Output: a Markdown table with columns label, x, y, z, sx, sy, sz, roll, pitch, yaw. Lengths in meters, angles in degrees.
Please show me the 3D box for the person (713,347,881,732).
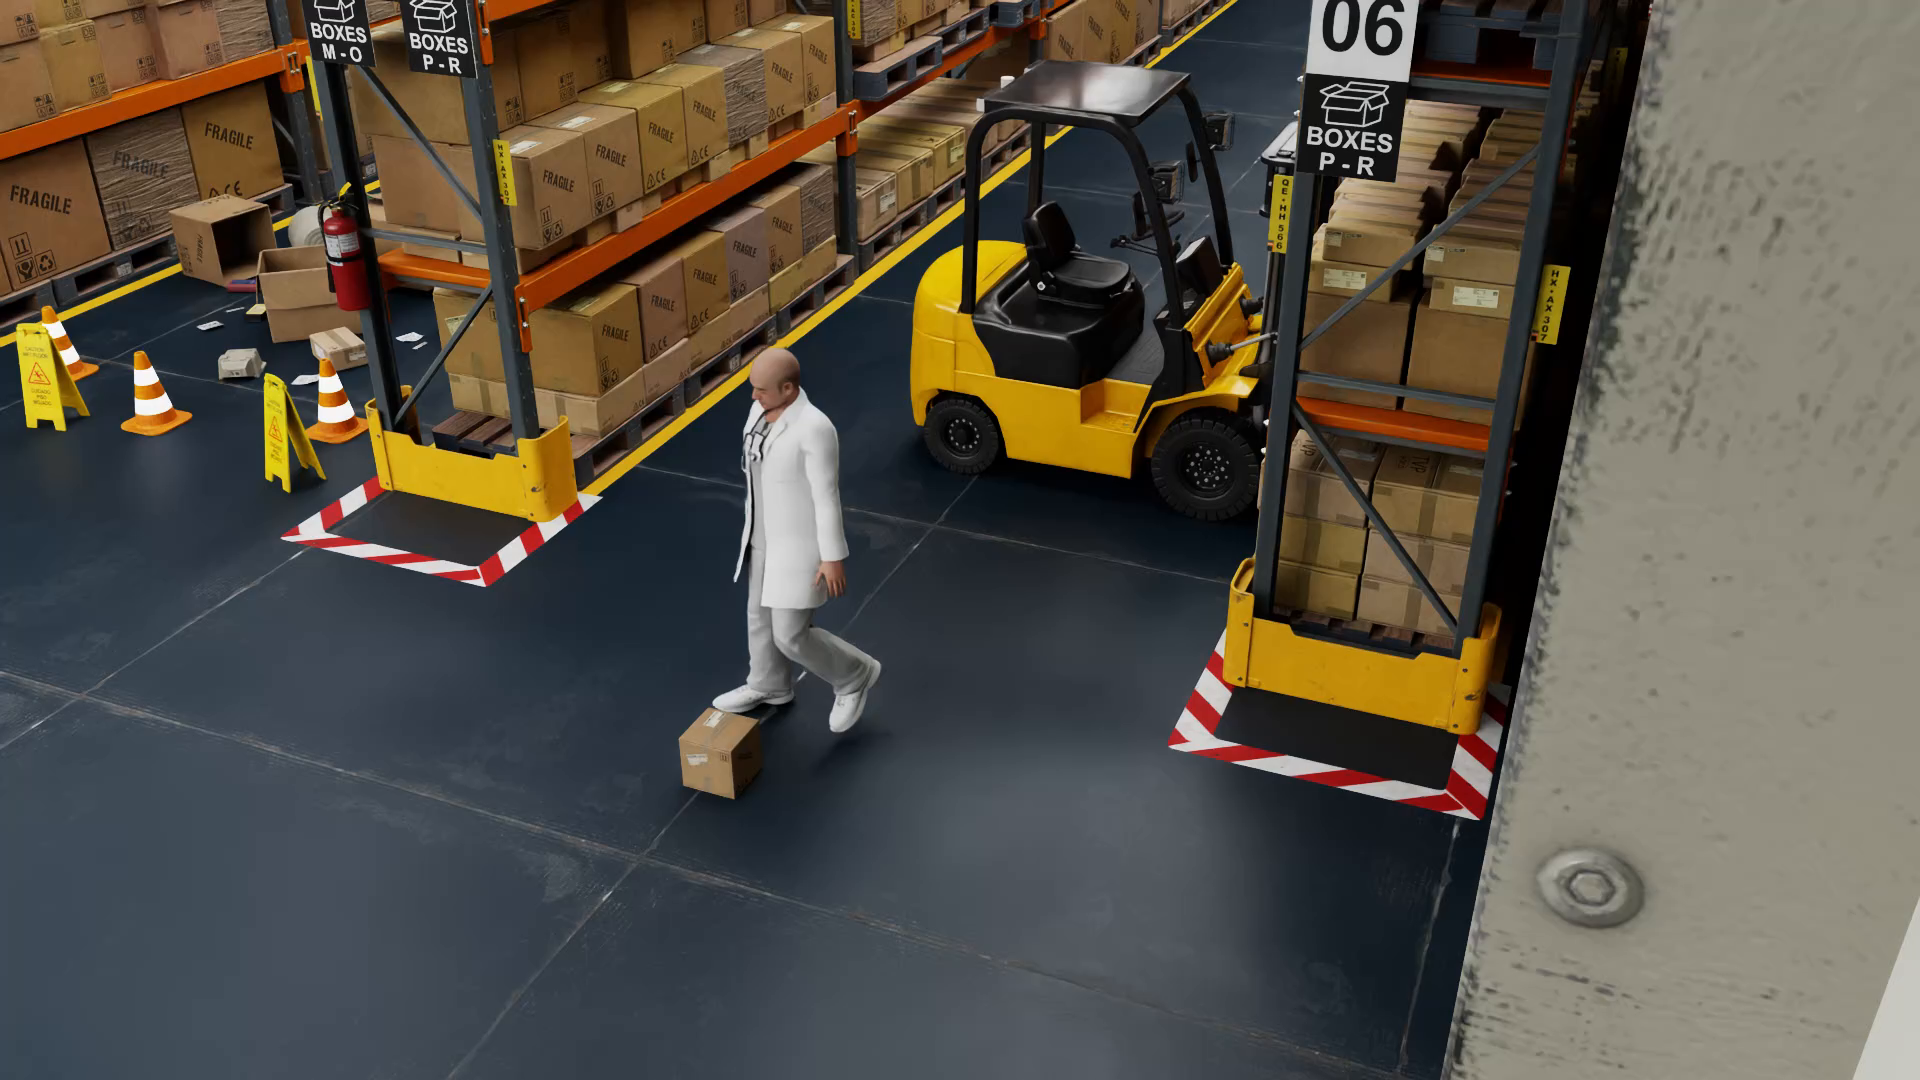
| label | x | y | z | sx | sy | sz | roll | pitch | yaw |
| --- | --- | --- | --- | --- | --- | --- | --- | --- | --- |
| person | -0.730 | 0.001 | 7.101 | 0.632 | 1.775 | 0.677 | -20 | 35 | -31 |
